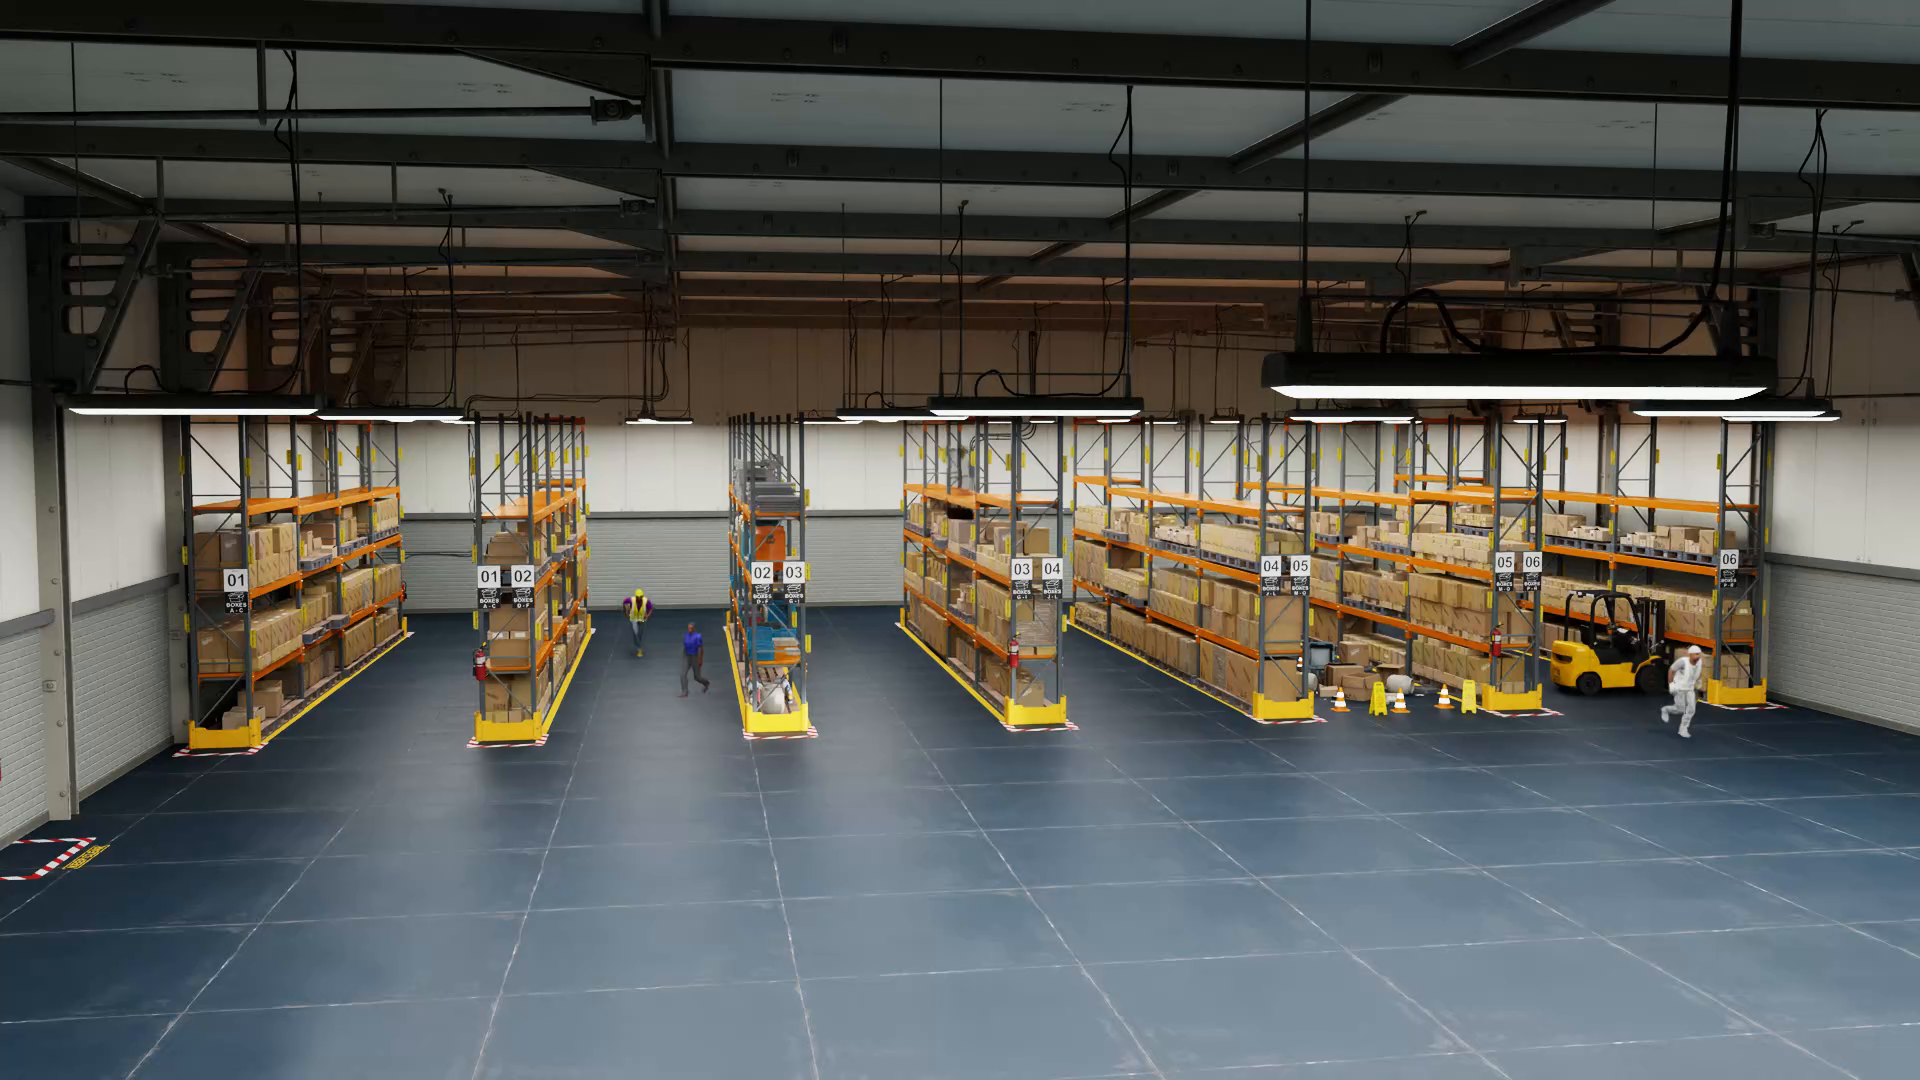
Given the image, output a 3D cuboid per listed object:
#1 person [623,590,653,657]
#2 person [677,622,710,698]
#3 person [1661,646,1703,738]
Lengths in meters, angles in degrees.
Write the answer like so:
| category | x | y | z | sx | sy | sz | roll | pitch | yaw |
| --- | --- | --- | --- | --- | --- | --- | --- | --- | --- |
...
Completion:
| category | x | y | z | sx | sy | sz | roll | pitch | yaw |
| --- | --- | --- | --- | --- | --- | --- | --- | --- | --- |
| person | -8.088 | 2.068 | 41.770 | 0.746 | 1.715 | 1.061 | -1 | 4 | -13 |
| person | -5.639 | 2.507 | 35.145 | 0.539 | 1.605 | 0.776 | 2 | 4 | 26 |
| person | 13.446 | 2.785 | 30.966 | 0.681 | 1.716 | 0.888 | -2 | 4 | -24 |
